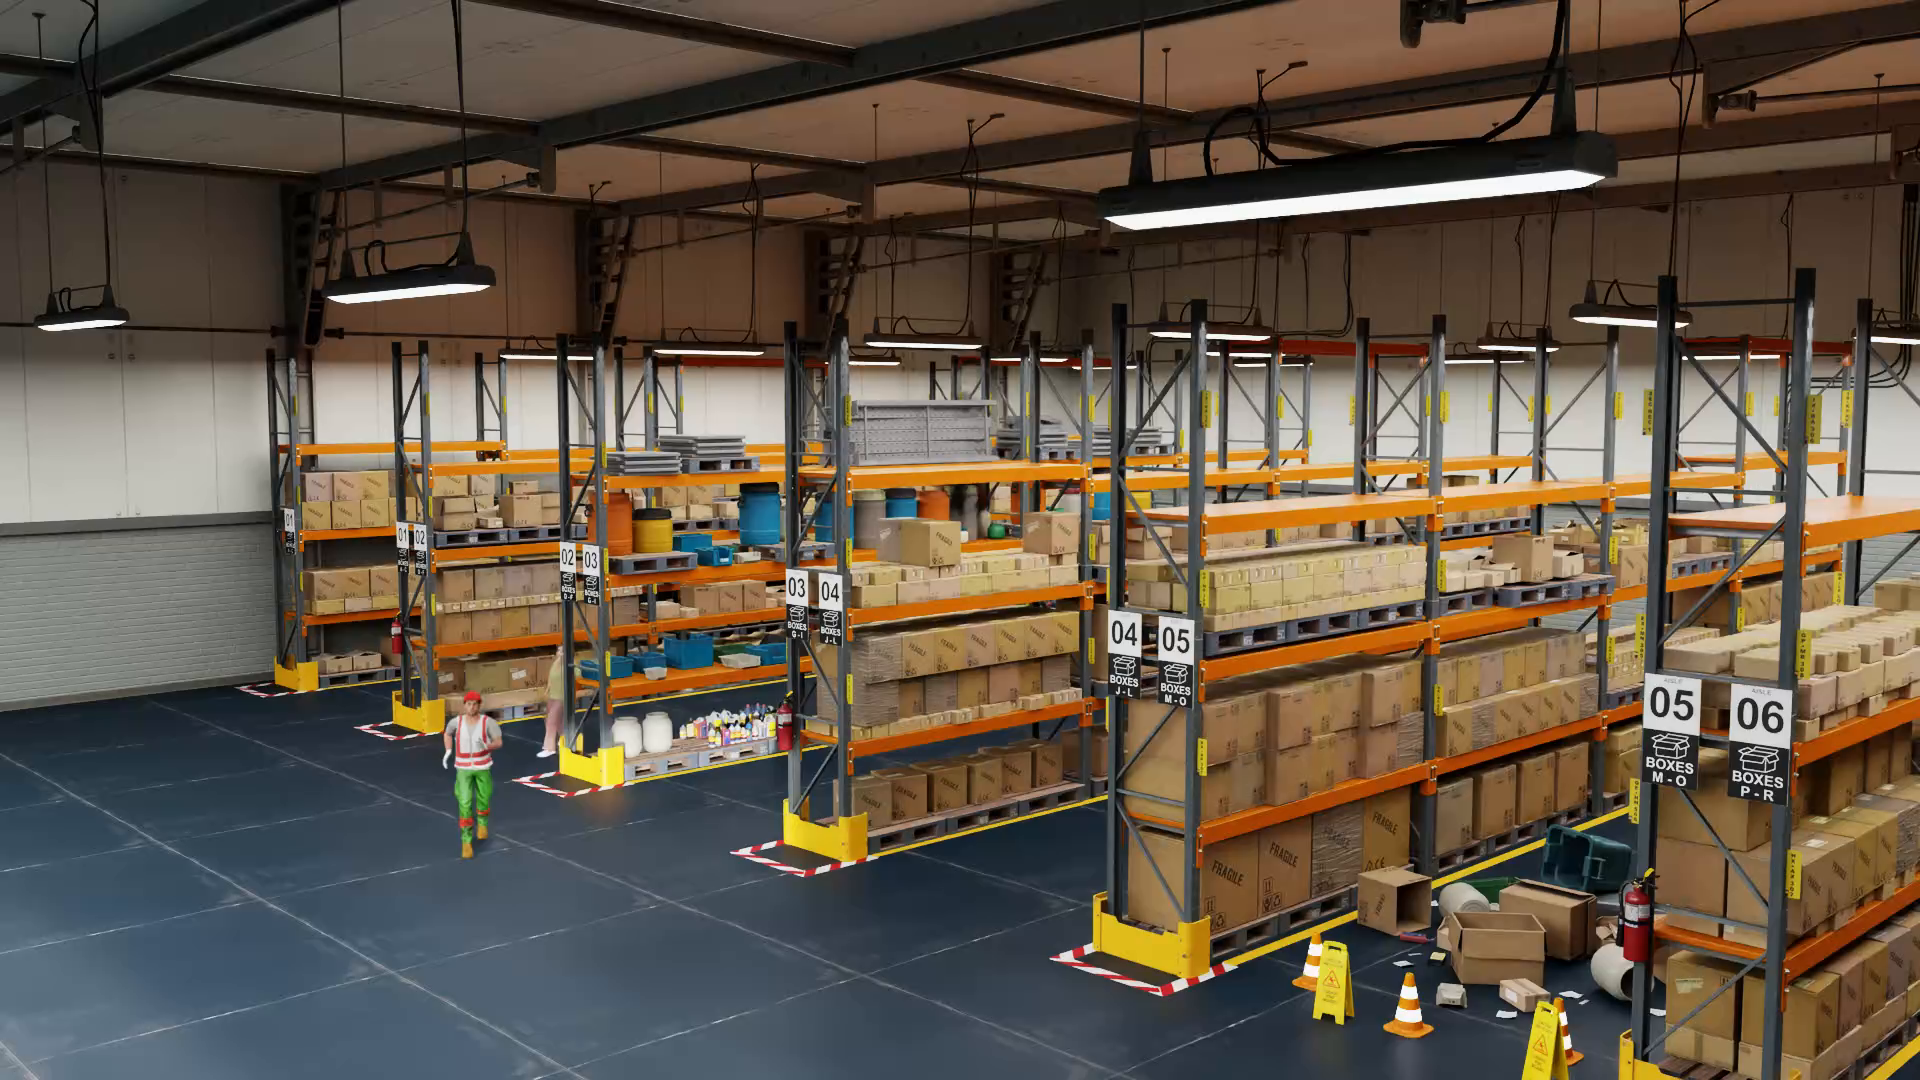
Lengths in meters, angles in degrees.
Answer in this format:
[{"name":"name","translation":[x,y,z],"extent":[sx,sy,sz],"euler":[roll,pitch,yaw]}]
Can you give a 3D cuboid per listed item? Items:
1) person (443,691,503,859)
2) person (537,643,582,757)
[{"name":"person","translation":[-5.529,2.613,18.894],"extent":[0.656,1.810,0.930],"euler":[-1,5,-15]},{"name":"person","translation":[-5.698,2.282,23.945],"extent":[0.646,1.635,0.720],"euler":[3,6,30]}]
